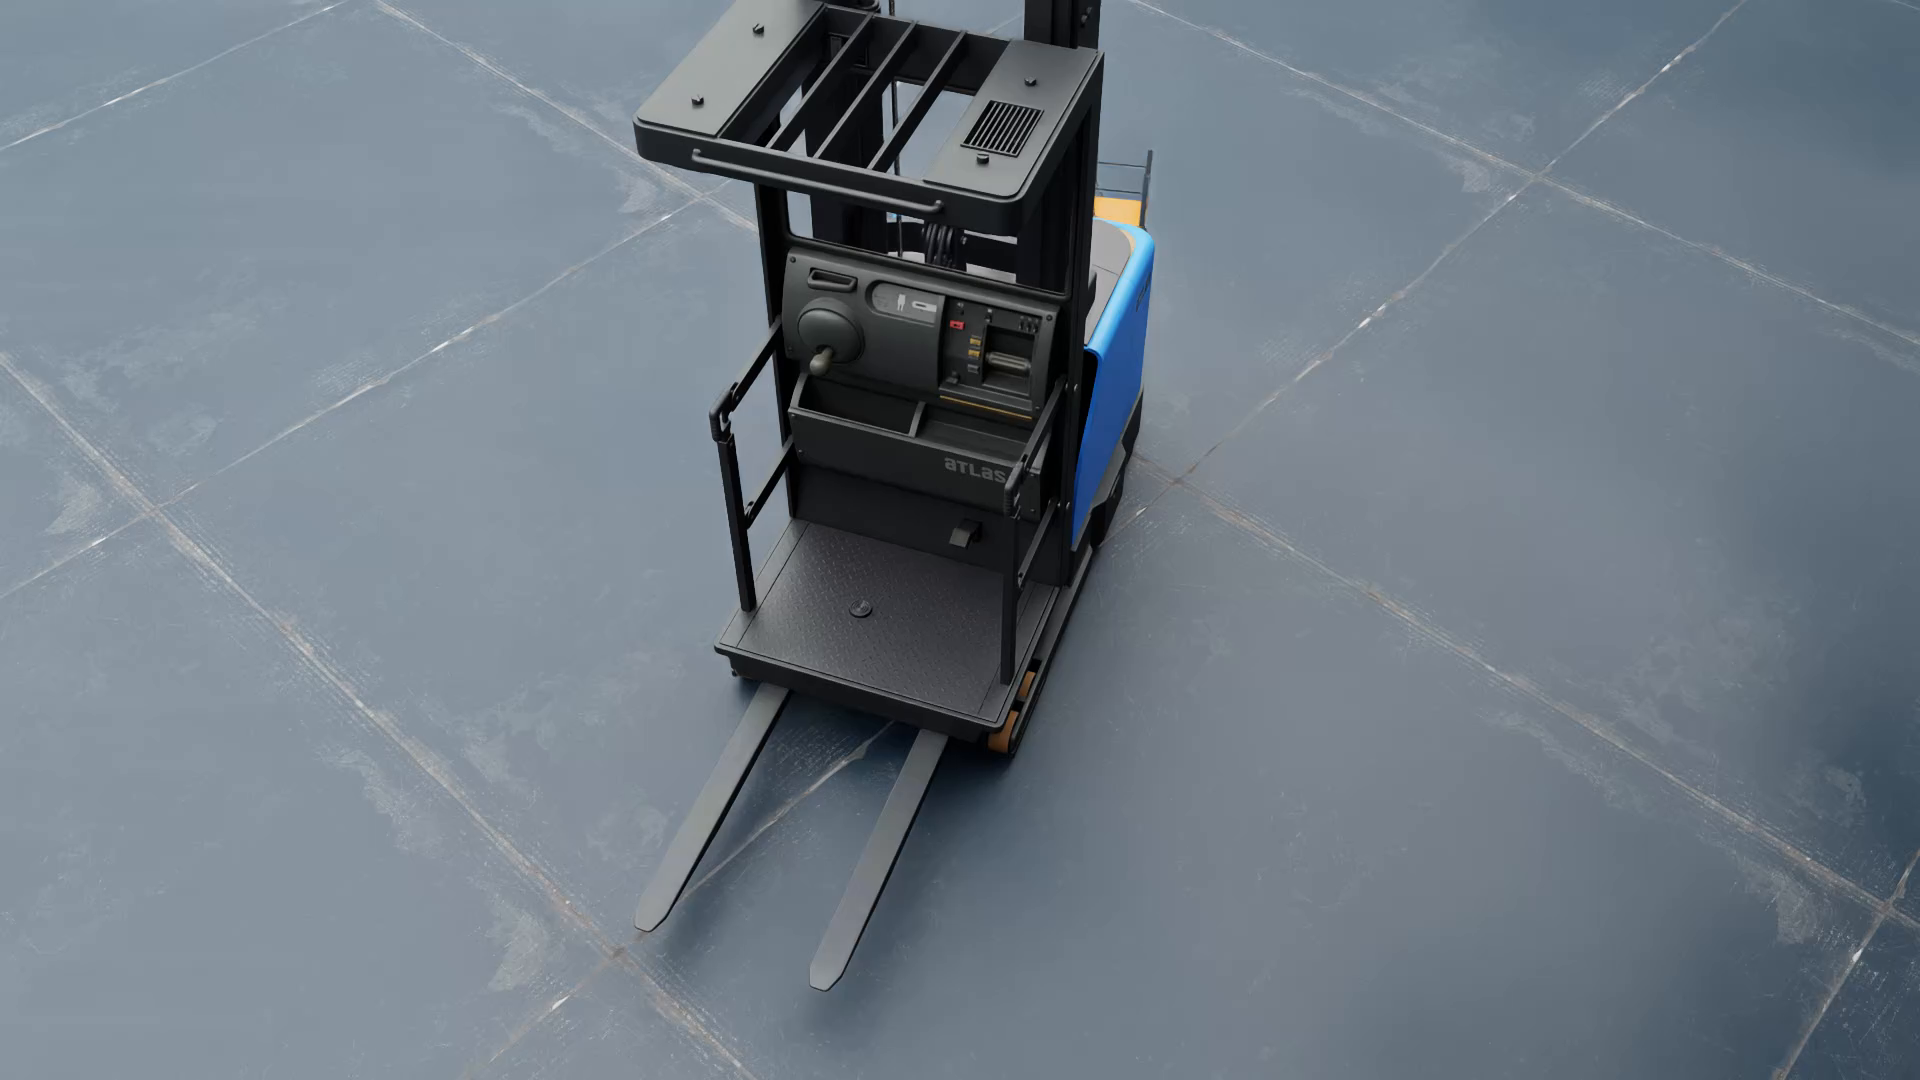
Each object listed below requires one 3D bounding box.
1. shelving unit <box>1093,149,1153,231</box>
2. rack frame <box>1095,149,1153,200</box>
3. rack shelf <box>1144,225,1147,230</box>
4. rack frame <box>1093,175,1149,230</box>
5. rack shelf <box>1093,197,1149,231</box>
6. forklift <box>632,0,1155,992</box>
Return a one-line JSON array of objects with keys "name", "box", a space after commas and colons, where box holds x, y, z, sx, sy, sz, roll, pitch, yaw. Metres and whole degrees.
[{"name": "shelving unit", "box": [0.621, -1.070, 6.929, 0.258, 1.200, 0.189, 7, 47, 6]}, {"name": "rack frame", "box": [0.636, -1.136, 6.992, 0.240, 1.200, 0.006, 7, 47, 6]}, {"name": "rack shelf", "box": [0.623, -1.206, 6.788, 0.258, 0.103, 0.180, 7, 47, 6]}, {"name": "rack frame", "box": [0.607, -1.005, 6.867, 0.240, 1.200, 0.006, 7, 47, 6]}, {"name": "rack shelf", "box": [0.624, -1.288, 6.701, 0.258, 0.103, 0.180, 7, 47, 6]}, {"name": "forklift", "box": [-0.211, -0.576, 5.281, 1.130, 2.935, 3.031, 15, 49, 13]}]
